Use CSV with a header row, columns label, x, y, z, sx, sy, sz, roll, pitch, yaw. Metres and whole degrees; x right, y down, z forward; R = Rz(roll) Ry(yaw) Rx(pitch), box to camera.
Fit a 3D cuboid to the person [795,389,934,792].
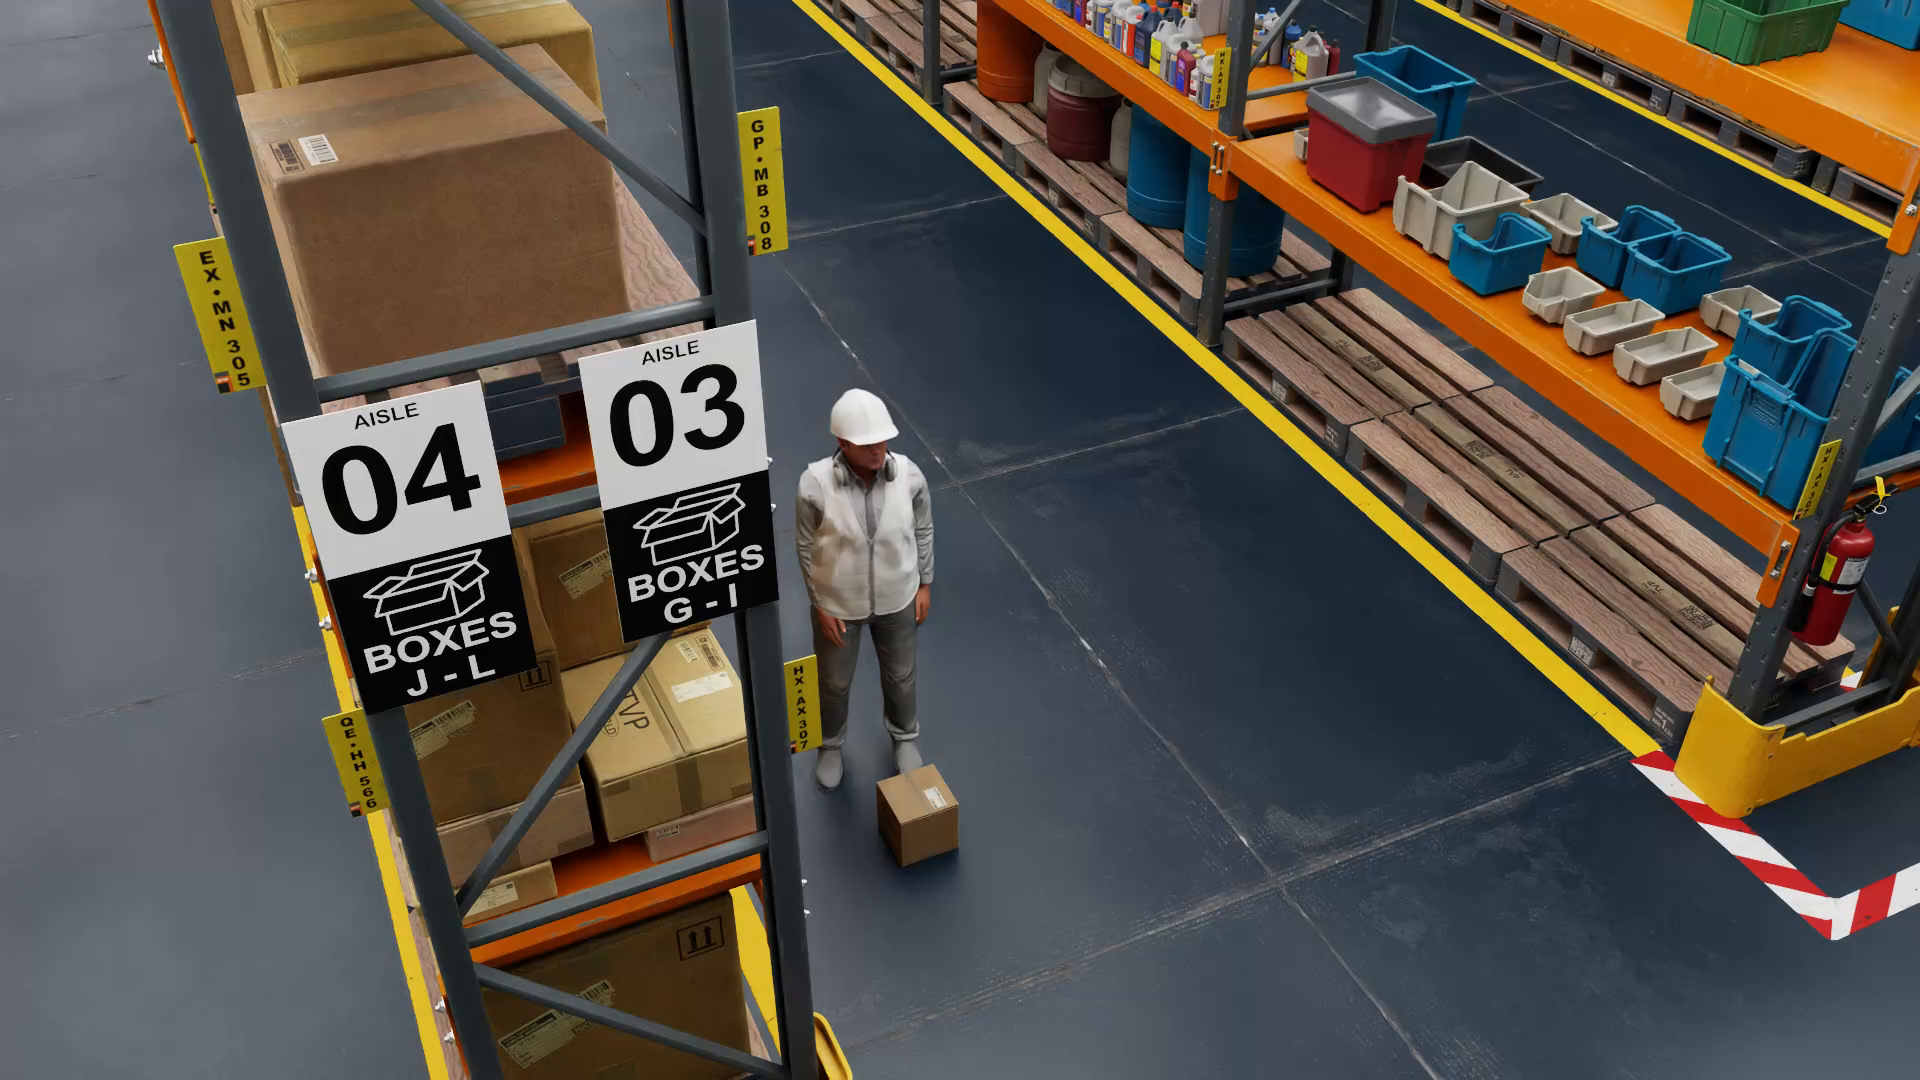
label,x,y,z,sx,sy,sz,roll,pitch,yaw
person,-0.356,0.227,6.528,0.559,1.799,0.388,-10,38,-13
